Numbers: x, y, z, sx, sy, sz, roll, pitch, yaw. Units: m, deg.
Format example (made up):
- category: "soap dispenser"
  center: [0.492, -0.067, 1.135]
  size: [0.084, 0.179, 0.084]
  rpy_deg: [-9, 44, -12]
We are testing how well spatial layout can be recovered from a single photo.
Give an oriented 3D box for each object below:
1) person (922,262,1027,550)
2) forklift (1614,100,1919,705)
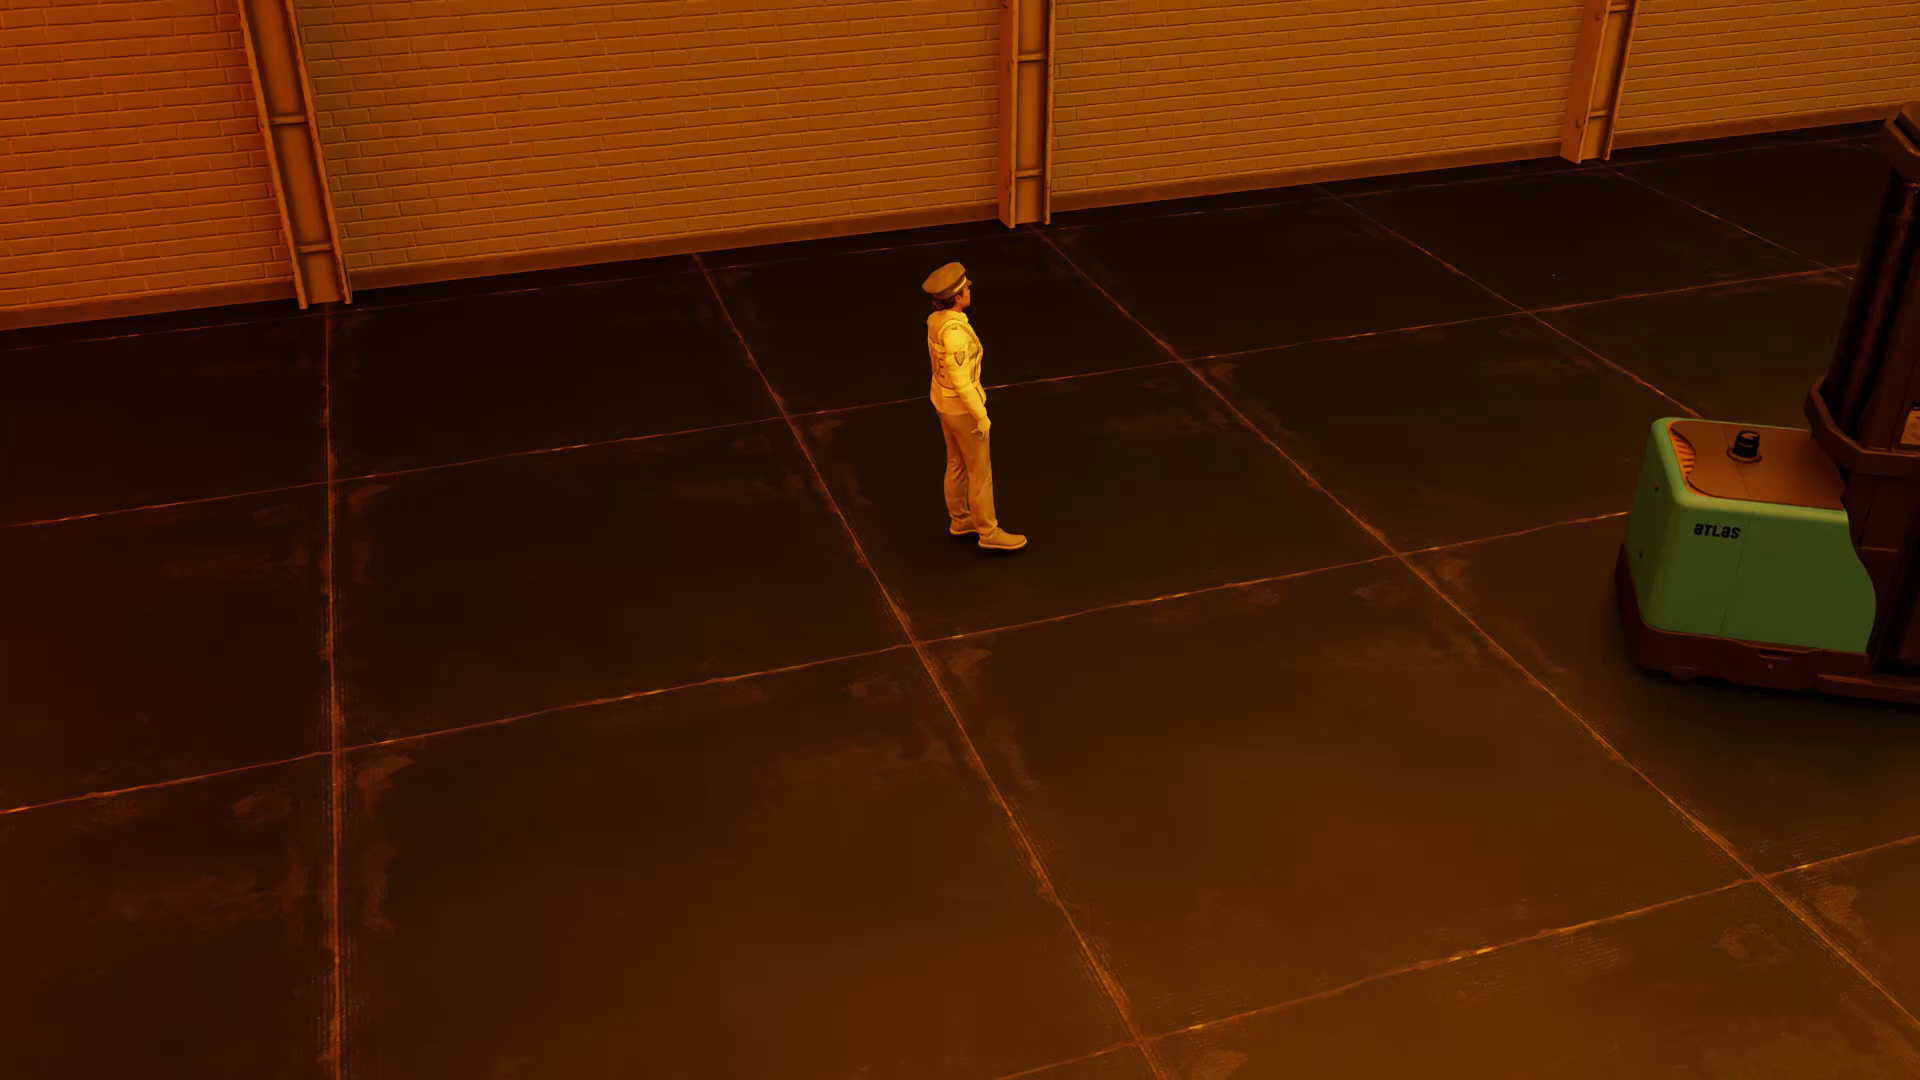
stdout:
- category: "person"
  center: [0.068, -0.783, 9.593]
  size: [0.530, 1.694, 0.586]
  rpy_deg: [-10, 31, -16]
- category: "forklift"
  center: [5.126, -0.625, 8.173]
  size: [3.031, 2.935, 1.130]
  rpy_deg: [6, 31, 11]
